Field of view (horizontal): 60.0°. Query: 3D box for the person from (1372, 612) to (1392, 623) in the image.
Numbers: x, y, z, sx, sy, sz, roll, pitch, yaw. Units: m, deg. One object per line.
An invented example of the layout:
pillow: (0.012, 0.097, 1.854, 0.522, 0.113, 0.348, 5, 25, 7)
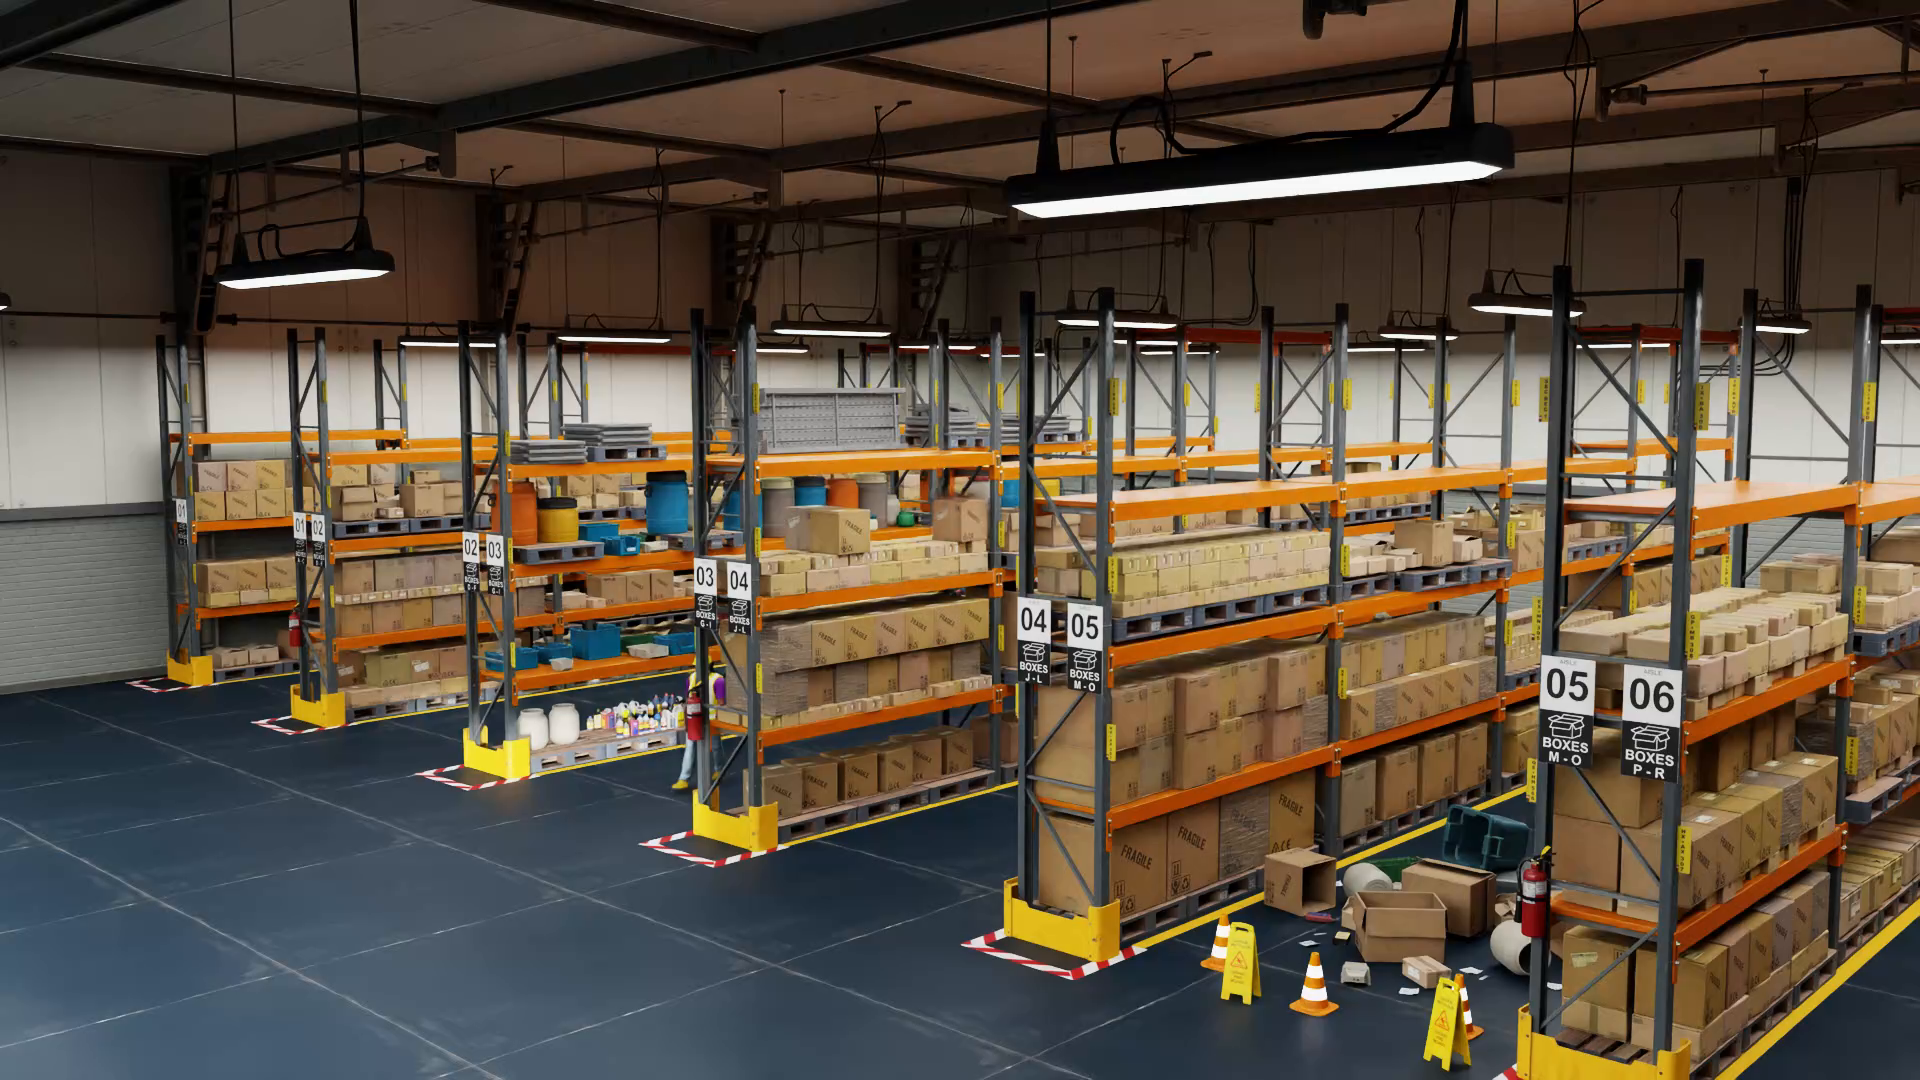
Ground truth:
person: (6.526, 1.904, 26.016, 0.795, 1.641, 0.532, -1, 5, -11)

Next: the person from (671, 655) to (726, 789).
person: (-3.288, 2.286, 21.258, 0.591, 1.705, 1.033, 1, 5, 10)
